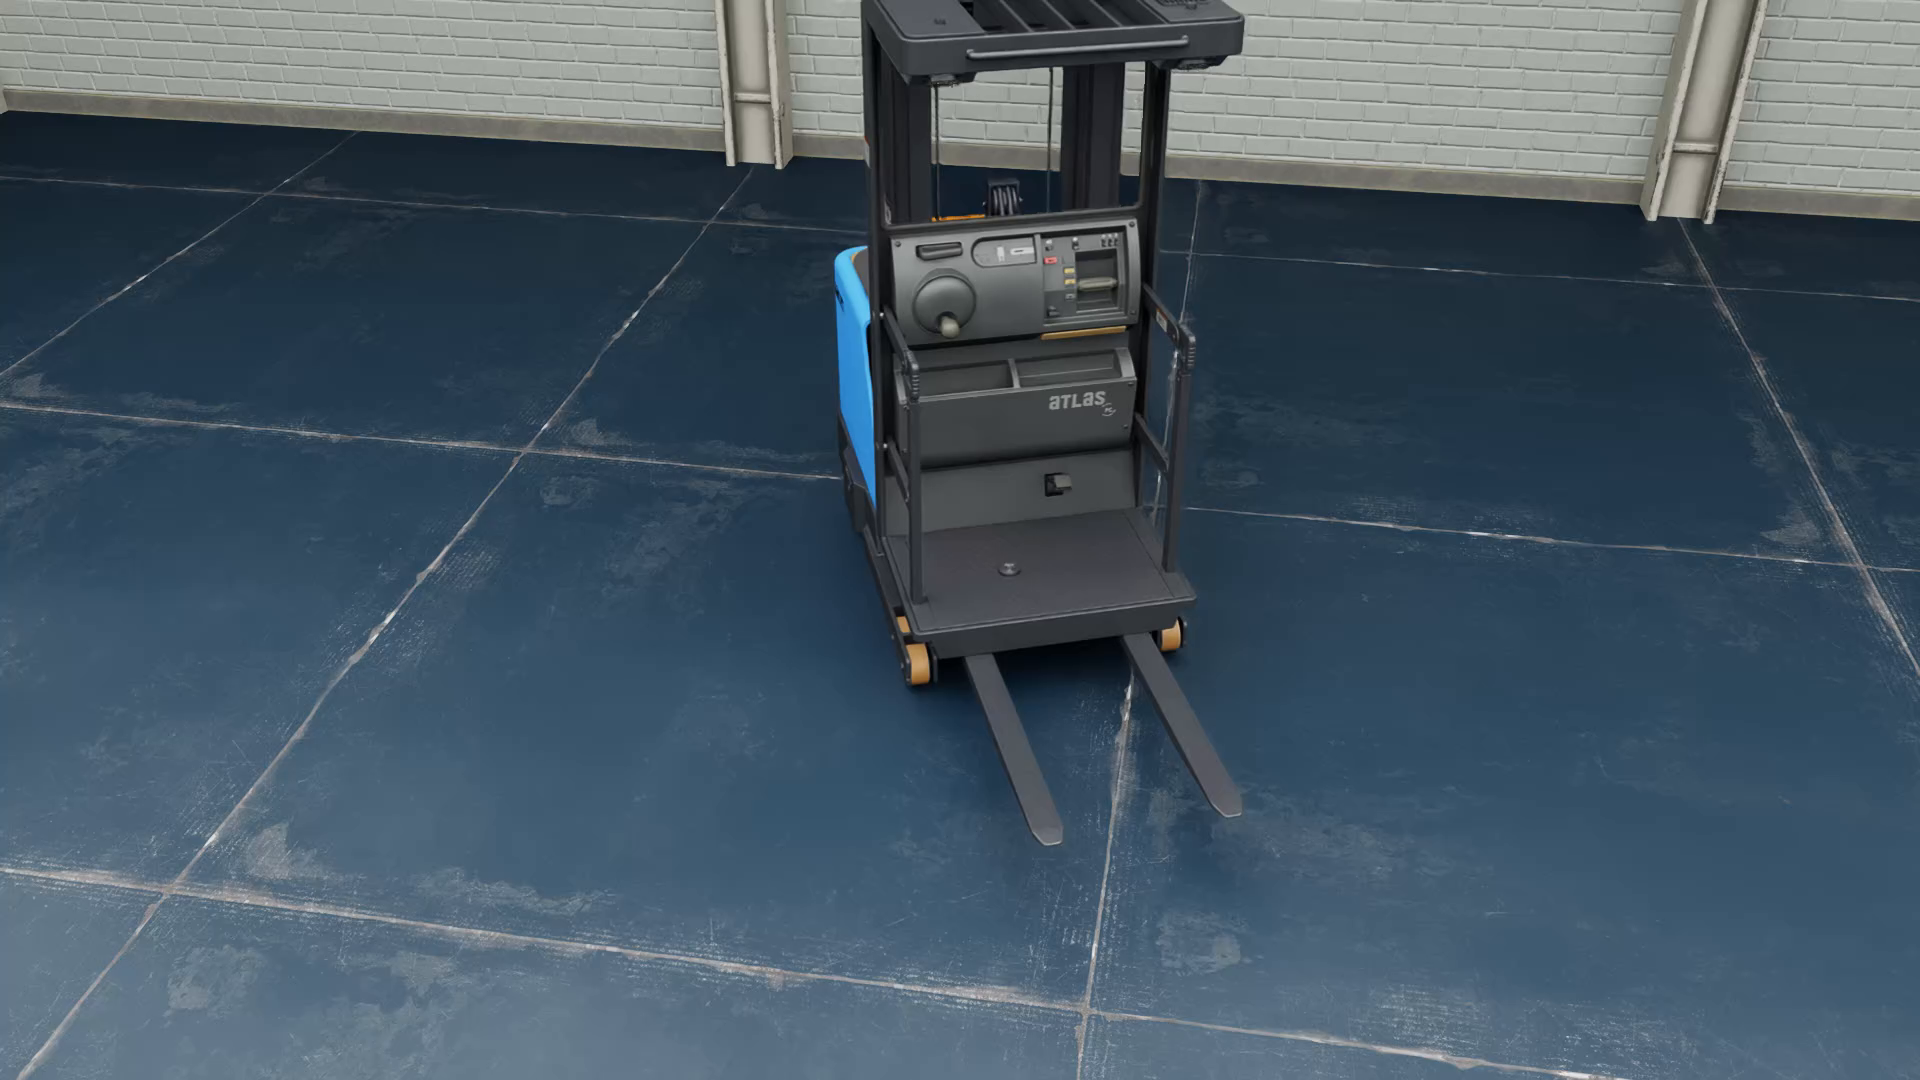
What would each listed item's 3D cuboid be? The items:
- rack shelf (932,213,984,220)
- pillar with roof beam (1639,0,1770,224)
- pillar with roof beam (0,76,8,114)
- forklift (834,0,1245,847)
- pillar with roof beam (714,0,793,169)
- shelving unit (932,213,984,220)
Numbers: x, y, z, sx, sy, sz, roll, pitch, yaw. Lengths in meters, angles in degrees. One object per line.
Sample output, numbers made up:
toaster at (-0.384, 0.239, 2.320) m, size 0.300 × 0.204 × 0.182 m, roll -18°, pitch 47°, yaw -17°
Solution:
rack shelf at (-0.067, -1.370, 7.566) m, size 0.480 × 0.148 × 0.258 m, roll -7°, pitch 33°, yaw -11°
pillar with roof beam at (3.821, -3.639, 4.582) m, size 0.400 × 9.000 × 9.100 m, roll 5°, pitch 32°, yaw 8°
pillar with roof beam at (-8.008, -4.710, 6.293) m, size 0.400 × 9.000 × 9.100 m, roll 5°, pitch 32°, yaw 8°
forklift at (0.260, -0.905, 5.933) m, size 1.130 × 2.935 × 3.031 m, roll -7°, pitch 33°, yaw -11°
pillar with roof beam at (-2.093, -4.174, 5.438) m, size 0.400 × 9.000 × 9.100 m, roll 5°, pitch 32°, yaw 8°
shelving unit at (-0.066, -1.036, 7.774) m, size 0.503 × 1.200 × 0.258 m, roll -7°, pitch 33°, yaw -11°
